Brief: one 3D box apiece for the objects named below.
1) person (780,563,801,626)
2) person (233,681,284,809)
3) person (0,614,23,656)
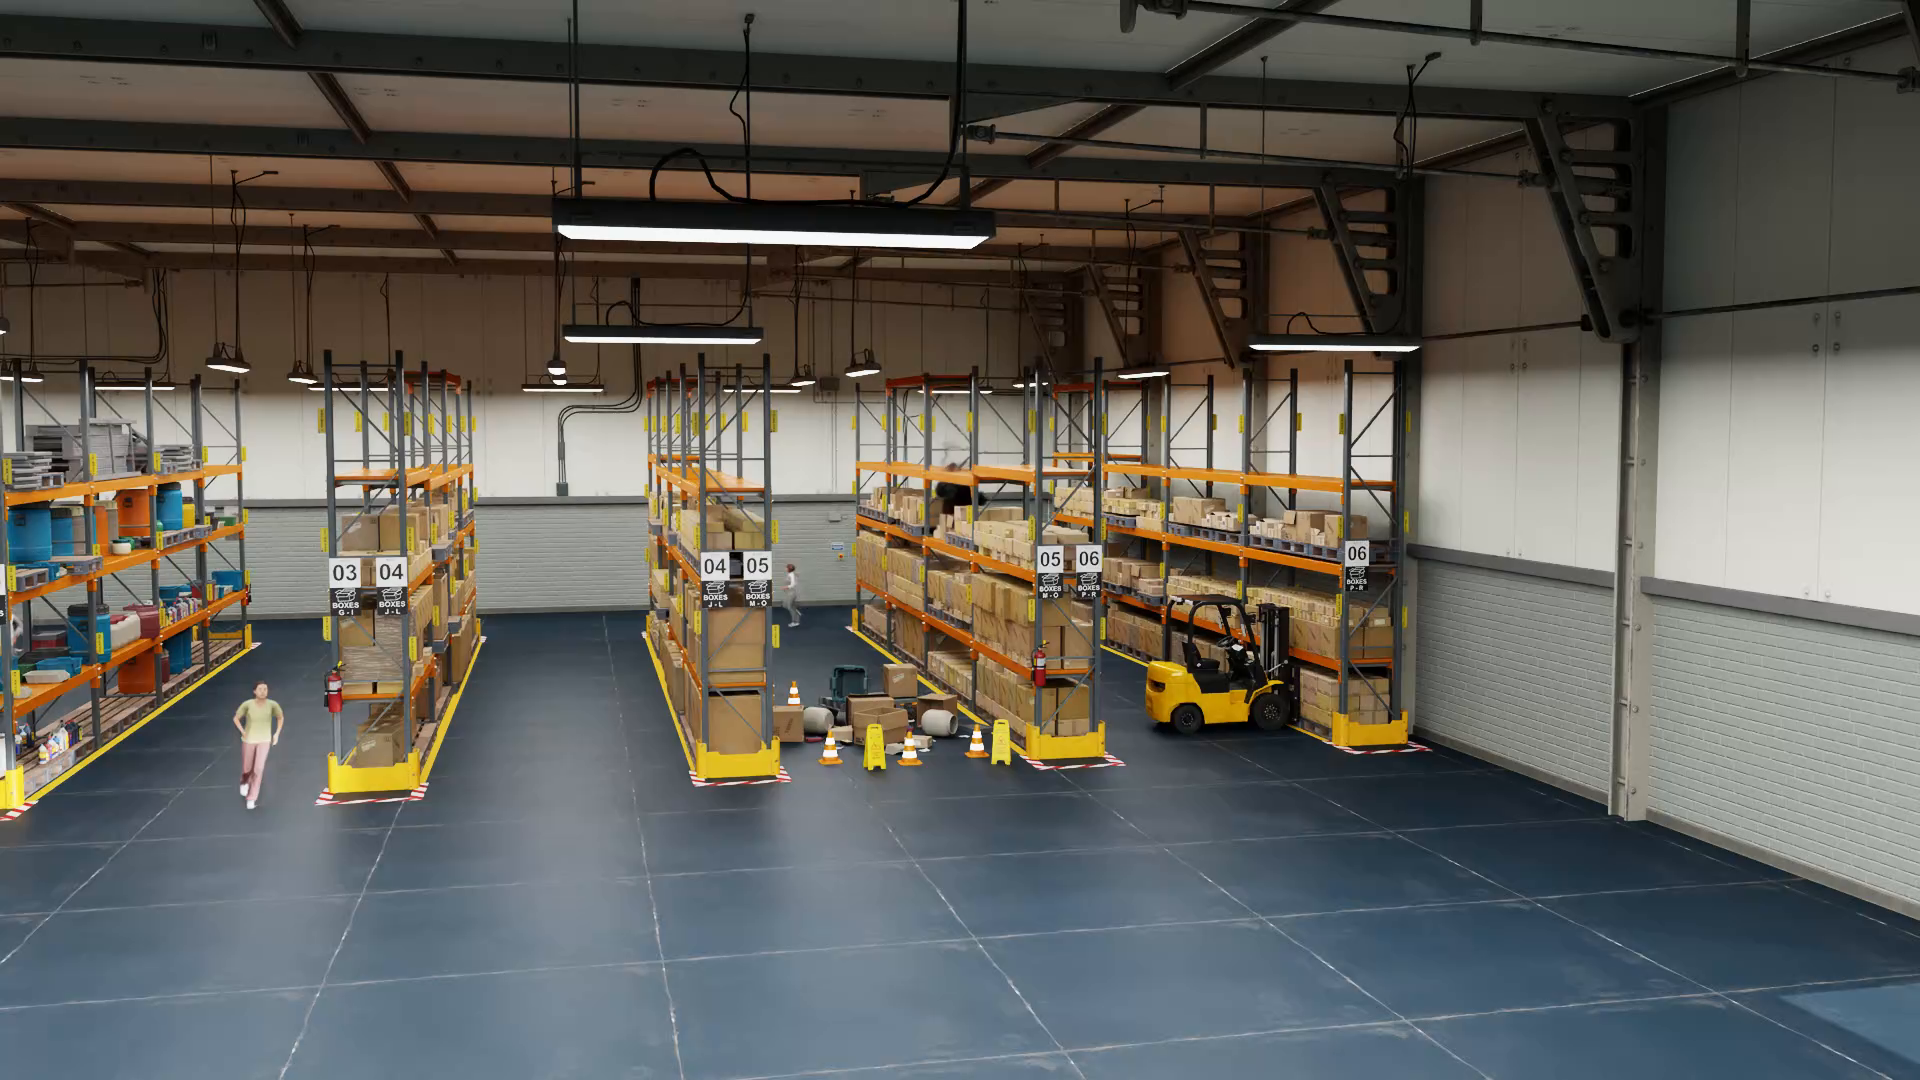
[{"bbox_3d":[-4.199,1.360,41.241,0.553,1.568,0.523,-1,4,-11],"label":"person"},{"bbox_3d":[-9.273,2.670,22.018,0.622,1.646,0.724,-2,4,-27],"label":"person"},{"bbox_3d":[-17.760,1.982,30.835,0.641,1.800,0.689,-1,4,-19],"label":"person"}]
